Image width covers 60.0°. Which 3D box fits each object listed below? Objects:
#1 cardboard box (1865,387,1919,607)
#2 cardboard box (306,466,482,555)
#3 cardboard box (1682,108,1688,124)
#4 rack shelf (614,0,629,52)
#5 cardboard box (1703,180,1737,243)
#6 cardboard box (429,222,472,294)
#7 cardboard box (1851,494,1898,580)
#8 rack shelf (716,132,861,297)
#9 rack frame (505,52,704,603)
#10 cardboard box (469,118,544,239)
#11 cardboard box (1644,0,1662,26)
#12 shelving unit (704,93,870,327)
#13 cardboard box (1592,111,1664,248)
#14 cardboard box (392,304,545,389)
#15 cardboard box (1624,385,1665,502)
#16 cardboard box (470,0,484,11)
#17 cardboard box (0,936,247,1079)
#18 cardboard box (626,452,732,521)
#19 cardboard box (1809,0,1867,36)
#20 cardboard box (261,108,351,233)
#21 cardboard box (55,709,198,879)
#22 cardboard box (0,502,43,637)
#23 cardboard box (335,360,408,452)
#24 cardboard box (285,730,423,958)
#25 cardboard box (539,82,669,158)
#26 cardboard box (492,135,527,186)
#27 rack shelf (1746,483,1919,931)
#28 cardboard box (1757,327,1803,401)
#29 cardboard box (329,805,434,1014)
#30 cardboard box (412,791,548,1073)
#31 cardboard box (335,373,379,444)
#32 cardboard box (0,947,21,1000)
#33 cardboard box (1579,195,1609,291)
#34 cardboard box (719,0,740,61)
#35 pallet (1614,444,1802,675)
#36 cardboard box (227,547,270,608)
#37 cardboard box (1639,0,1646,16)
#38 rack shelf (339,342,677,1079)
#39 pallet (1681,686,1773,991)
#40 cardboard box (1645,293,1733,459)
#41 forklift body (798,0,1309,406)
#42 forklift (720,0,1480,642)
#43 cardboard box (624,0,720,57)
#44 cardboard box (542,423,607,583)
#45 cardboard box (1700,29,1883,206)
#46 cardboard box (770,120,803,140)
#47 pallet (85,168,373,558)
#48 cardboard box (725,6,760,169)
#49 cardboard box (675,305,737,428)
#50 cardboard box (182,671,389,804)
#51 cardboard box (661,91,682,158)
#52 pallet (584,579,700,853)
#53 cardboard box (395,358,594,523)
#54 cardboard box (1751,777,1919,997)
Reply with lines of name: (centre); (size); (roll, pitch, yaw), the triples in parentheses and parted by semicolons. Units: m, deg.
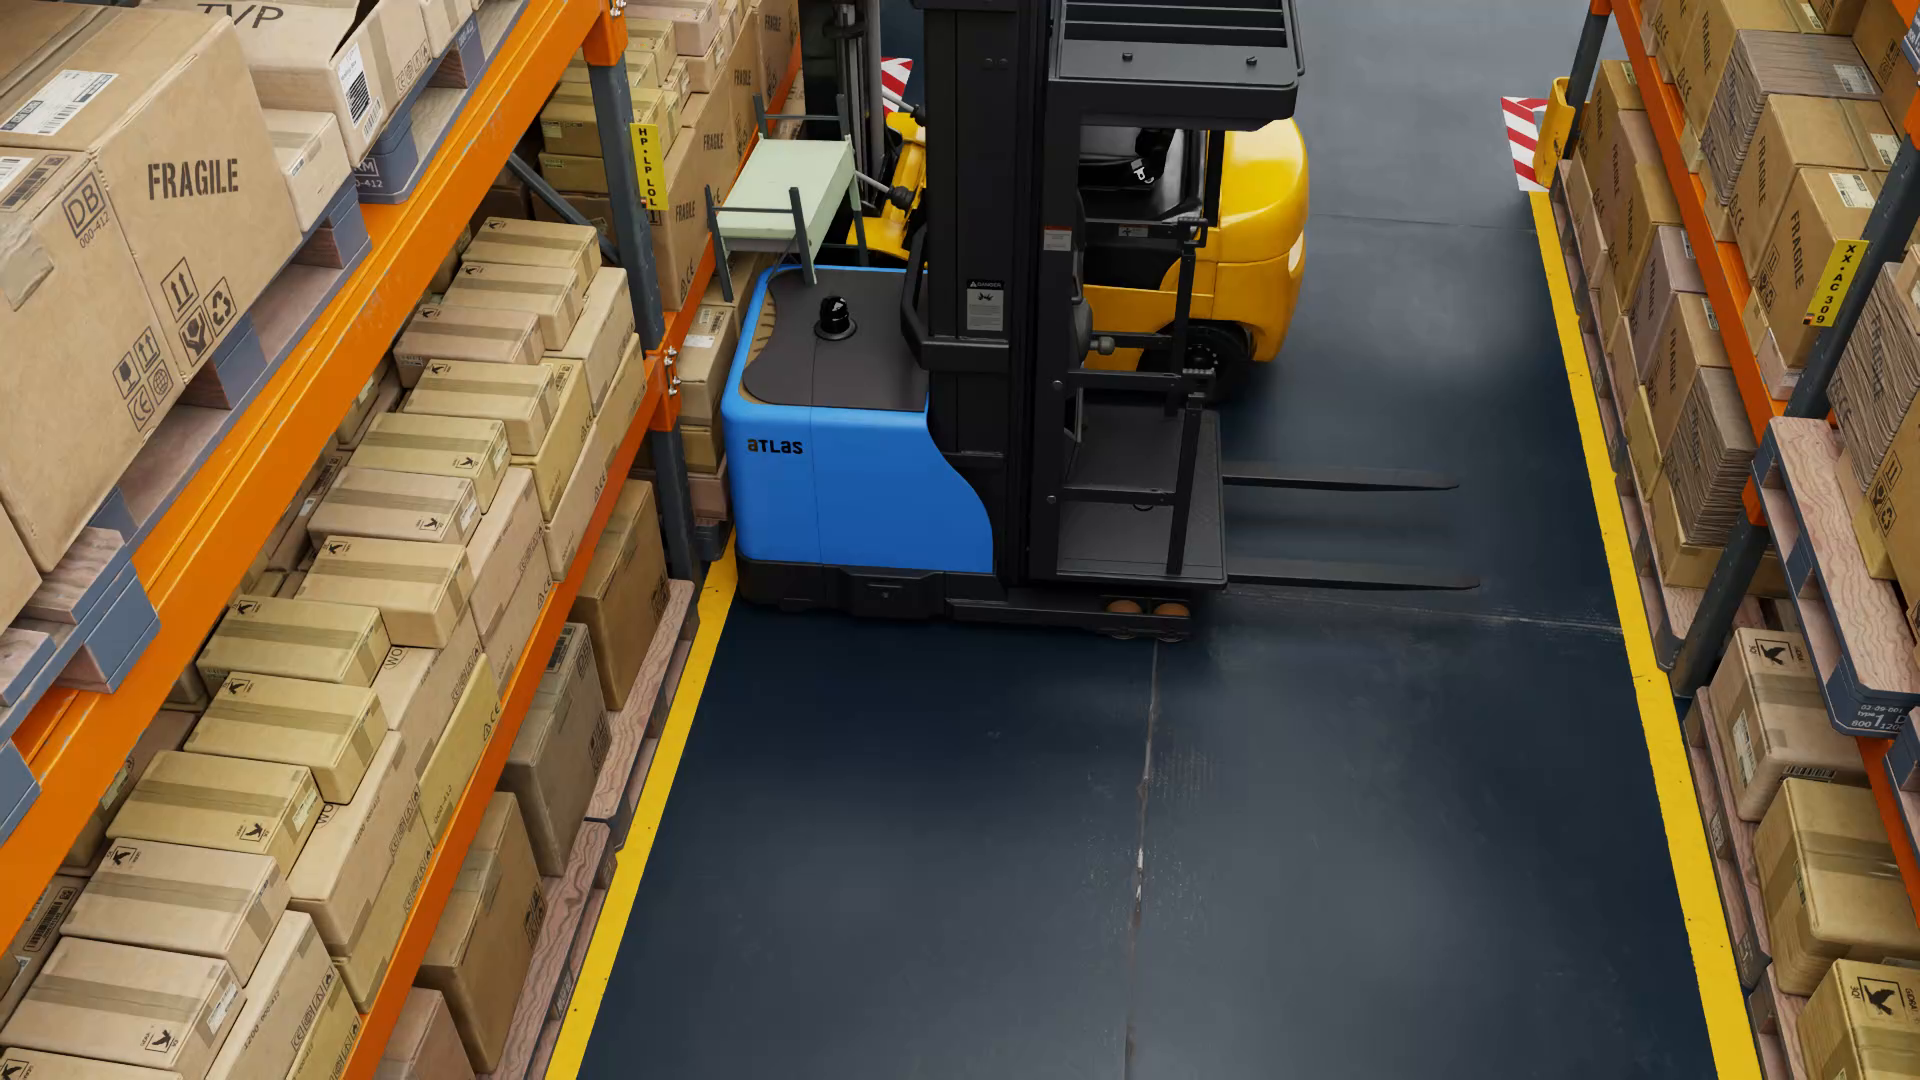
cardboard box: (2.919, -0.121, 4.601); (0.500, 0.500, 0.500); (5, 44, 6)
cardboard box: (-1.554, -0.053, 4.580); (0.380, 0.149, 0.250); (6, 44, 6)
cardboard box: (3.356, -1.824, 7.177); (0.380, 0.149, 0.250); (4, 44, 4)
rack shelf: (-1.325, -3.099, 6.682); (1.077, 0.370, 4.000); (5, 44, 6)
cardboard box: (3.203, -1.307, 6.632); (0.380, 0.149, 0.250); (5, 44, 5)
cardboard box: (-1.848, -0.959, 5.537); (0.380, 0.149, 0.250); (4, 44, 5)
cardboard box: (2.903, -0.003, 4.949); (0.380, 0.149, 0.250); (6, 44, 6)
rack shelf: (-0.722, -1.365, 6.996); (0.431, 0.370, 0.720); (4, 44, 12)
rack frame: (-1.589, -0.908, 6.027); (1.000, 3.000, 0.127); (5, 44, 6)
cardboard box: (-1.798, -1.275, 6.342); (0.500, 0.500, 0.500); (5, 44, 5)
cardboard box: (3.457, -2.678, 7.608); (0.500, 0.500, 0.500); (6, 44, 7)
shelving unit: (-0.689, -1.080, 7.261); (0.431, 1.500, 0.755); (4, 44, 12)
cardboard box: (3.412, -1.714, 8.027); (0.500, 0.500, 0.500); (4, 44, 4)
cardboard box: (-1.515, -0.587, 5.144); (0.380, 0.149, 0.250); (5, 44, 5)
cardboard box: (3.203, -0.404, 7.190); (0.500, 0.250, 0.500); (4, 44, 4)
cardboard box: (-1.443, -1.638, 4.303); (0.500, 0.311, 0.500); (4, 44, 4)
cardboard box: (-1.741, 0.997, 3.471); (0.380, 0.149, 0.250); (6, 44, 7)
cardboard box: (-1.197, -0.361, 7.144); (0.500, 0.250, 0.500); (6, 44, 6)
cardboard box: (3.766, -2.296, 6.477); (0.700, 0.500, 0.500); (5, 44, 5)
cardboard box: (-1.536, -0.792, 3.527); (0.380, 0.149, 0.250); (5, 44, 5)
cardboard box: (-2.199, 0.670, 4.106); (0.500, 0.250, 0.500); (5, 44, 5)
cardboard box: (-1.781, 0.033, 2.401); (0.500, 0.500, 0.500); (6, 44, 6)
cardboard box: (-1.987, -0.370, 5.205); (0.500, 0.250, 0.500); (5, 44, 5)
cardboard box: (-1.663, 0.715, 4.059); (0.500, 0.250, 0.500); (4, 44, 4)
cardboard box: (-1.253, -1.478, 5.868); (0.380, 0.149, 0.250); (6, 44, 6)
cardboard box: (-1.801, -1.422, 6.026); (0.380, 0.149, 0.250); (5, 44, 5)
rack shelf: (3.067, 1.165, 4.361); (1.077, 0.370, 4.000); (5, 44, 6)
cardboard box: (3.072, -0.614, 5.900); (0.380, 0.149, 0.250); (5, 44, 5)
cardboard box: (-1.685, 0.899, 4.228); (0.500, 0.250, 0.500); (4, 44, 4)
cardboard box: (-1.855, 1.200, 5.223); (0.875, 0.625, 0.625); (4, 44, 4)
cardboard box: (-1.983, -0.435, 4.983); (0.380, 0.149, 0.250); (5, 44, 5)
cardboard box: (-2.257, 0.947, 3.524); (0.380, 0.149, 0.250); (5, 44, 5)
cardboard box: (3.404, -1.467, 8.312); (0.500, 0.250, 0.500); (7, 44, 7)
cardboard box: (-1.105, -2.069, 6.709); (0.380, 0.149, 0.250); (5, 44, 5)
pallet: (3.385, 0.093, 6.999); (1.003, 0.211, 1.213); (5, 44, 6)
cardboard box: (-2.096, 0.075, 4.444); (0.380, 0.149, 0.250); (6, 44, 6)
cardboard box: (3.475, -2.534, 7.928); (0.380, 0.149, 0.250); (4, 44, 4)
rack shelf: (-1.854, 0.717, 4.835); (1.077, 0.370, 4.000); (5, 44, 6)
pallet: (3.230, 1.084, 5.951); (1.003, 0.211, 1.213); (5, 44, 6)
cardboard box: (3.209, -0.660, 6.914); (0.500, 0.500, 0.500); (6, 44, 6)
forklift body: (0.497, -1.867, 7.658); (2.313, 2.155, 1.214); (5, 44, 6)
forklift: (0.623, -1.030, 6.206); (3.031, 2.935, 1.130); (3, 44, 3)
cardboard box: (-1.147, -2.005, 6.425); (0.380, 0.149, 0.250); (6, 44, 6)
cardboard box: (-1.458, -0.143, 5.328); (0.500, 0.250, 0.500); (5, 44, 5)
cardboard box: (3.269, -1.634, 6.505); (0.500, 0.500, 0.500); (6, 44, 7)
cardboard box: (-1.005, -1.771, 7.905); (0.500, 0.250, 0.500); (4, 44, 5)
pallet: (-1.972, -0.435, 3.484); (1.003, 0.211, 1.213); (7, 44, 7)
cardboard box: (-1.154, -1.924, 7.028); (0.500, 0.500, 0.500); (5, 44, 5)
cardboard box: (-1.214, -0.726, 6.802); (0.500, 0.250, 0.500); (5, 44, 5)
cardboard box: (-1.624, 0.476, 4.021); (0.380, 0.149, 0.250); (6, 44, 6)
cardboard box: (-1.254, -1.549, 6.160); (0.380, 0.149, 0.250); (6, 44, 6)
pallet: (-1.648, 0.611, 6.451); (1.003, 0.211, 1.213); (5, 44, 6)
cardboard box: (-1.462, -0.325, 5.158); (0.500, 0.250, 0.500); (4, 44, 4)
cardboard box: (3.173, 1.191, 5.417); (0.950, 0.372, 0.625); (8, 44, 8)
